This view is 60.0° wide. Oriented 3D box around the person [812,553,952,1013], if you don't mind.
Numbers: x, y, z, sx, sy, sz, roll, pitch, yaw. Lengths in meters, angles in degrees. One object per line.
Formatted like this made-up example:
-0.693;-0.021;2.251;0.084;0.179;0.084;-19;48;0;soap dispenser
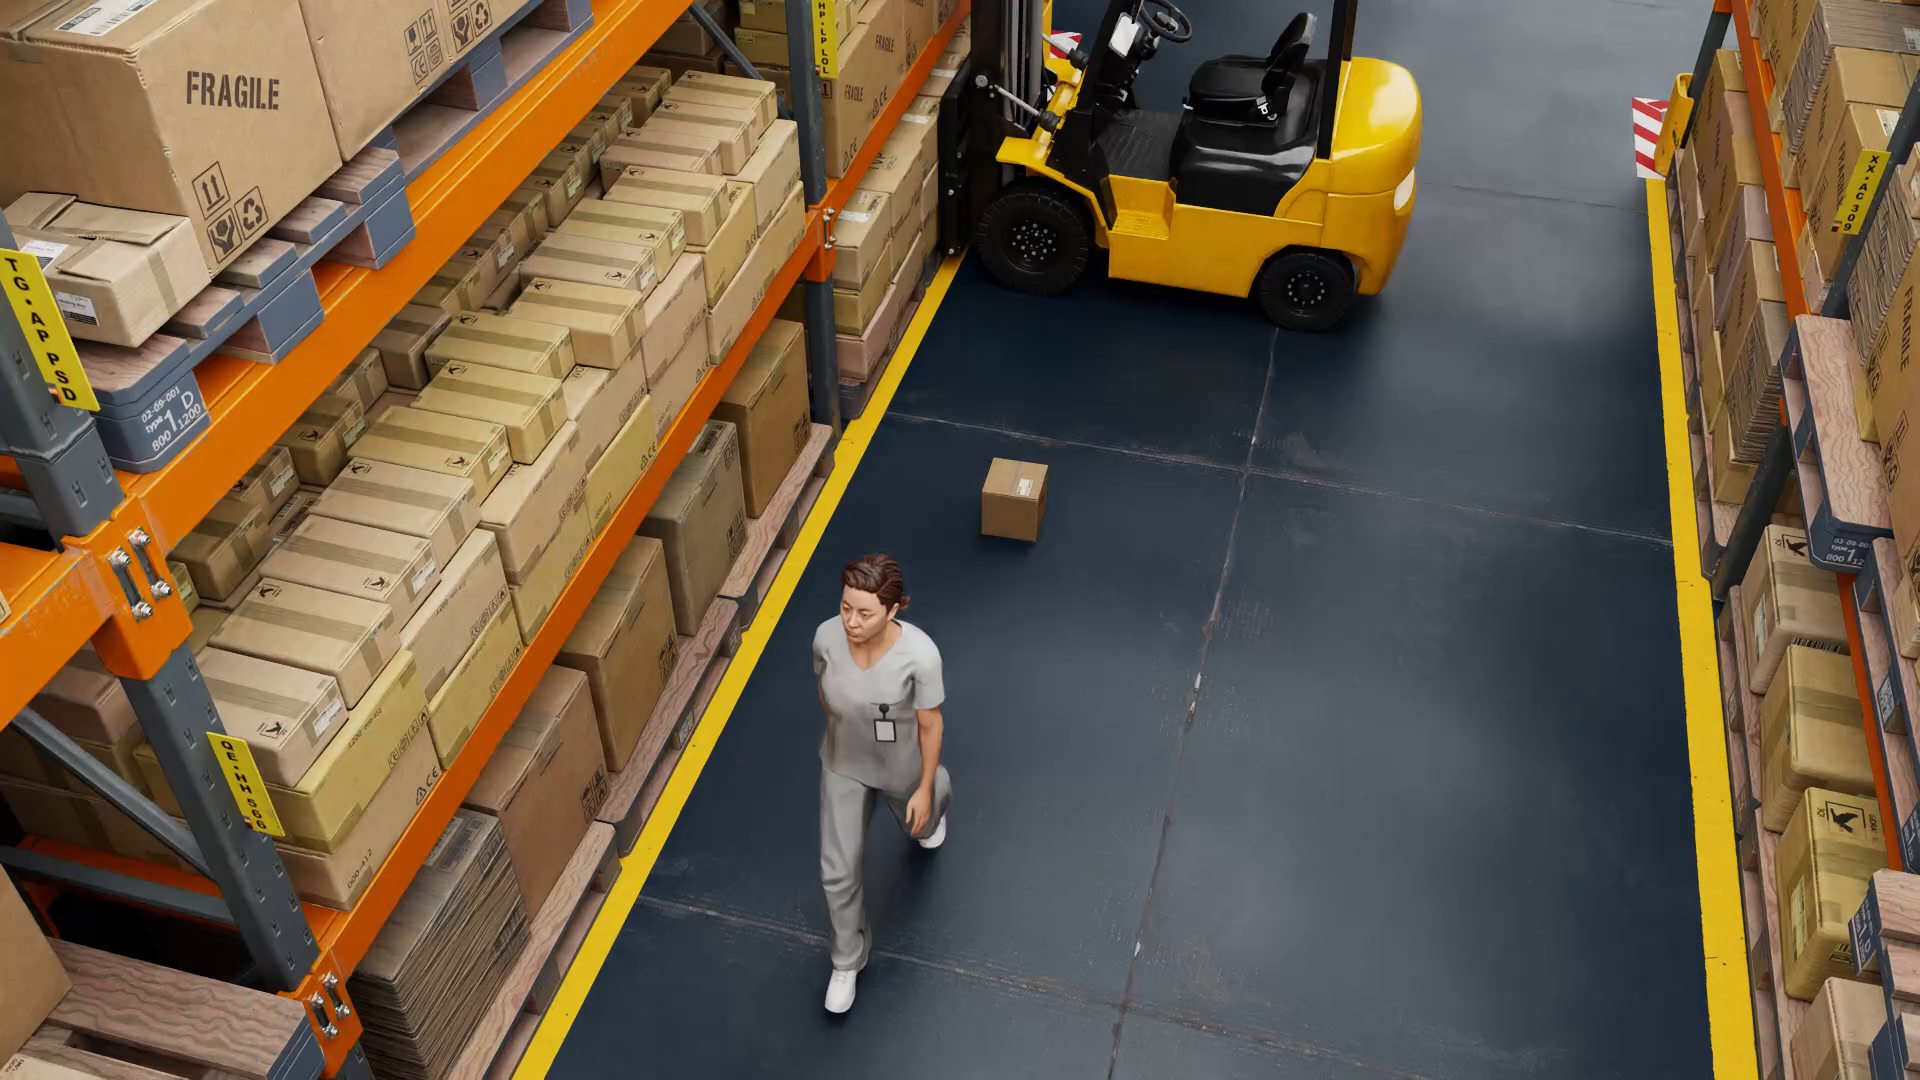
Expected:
-0.256;0.685;5.372;0.441;1.625;0.993;8;42;9;person
